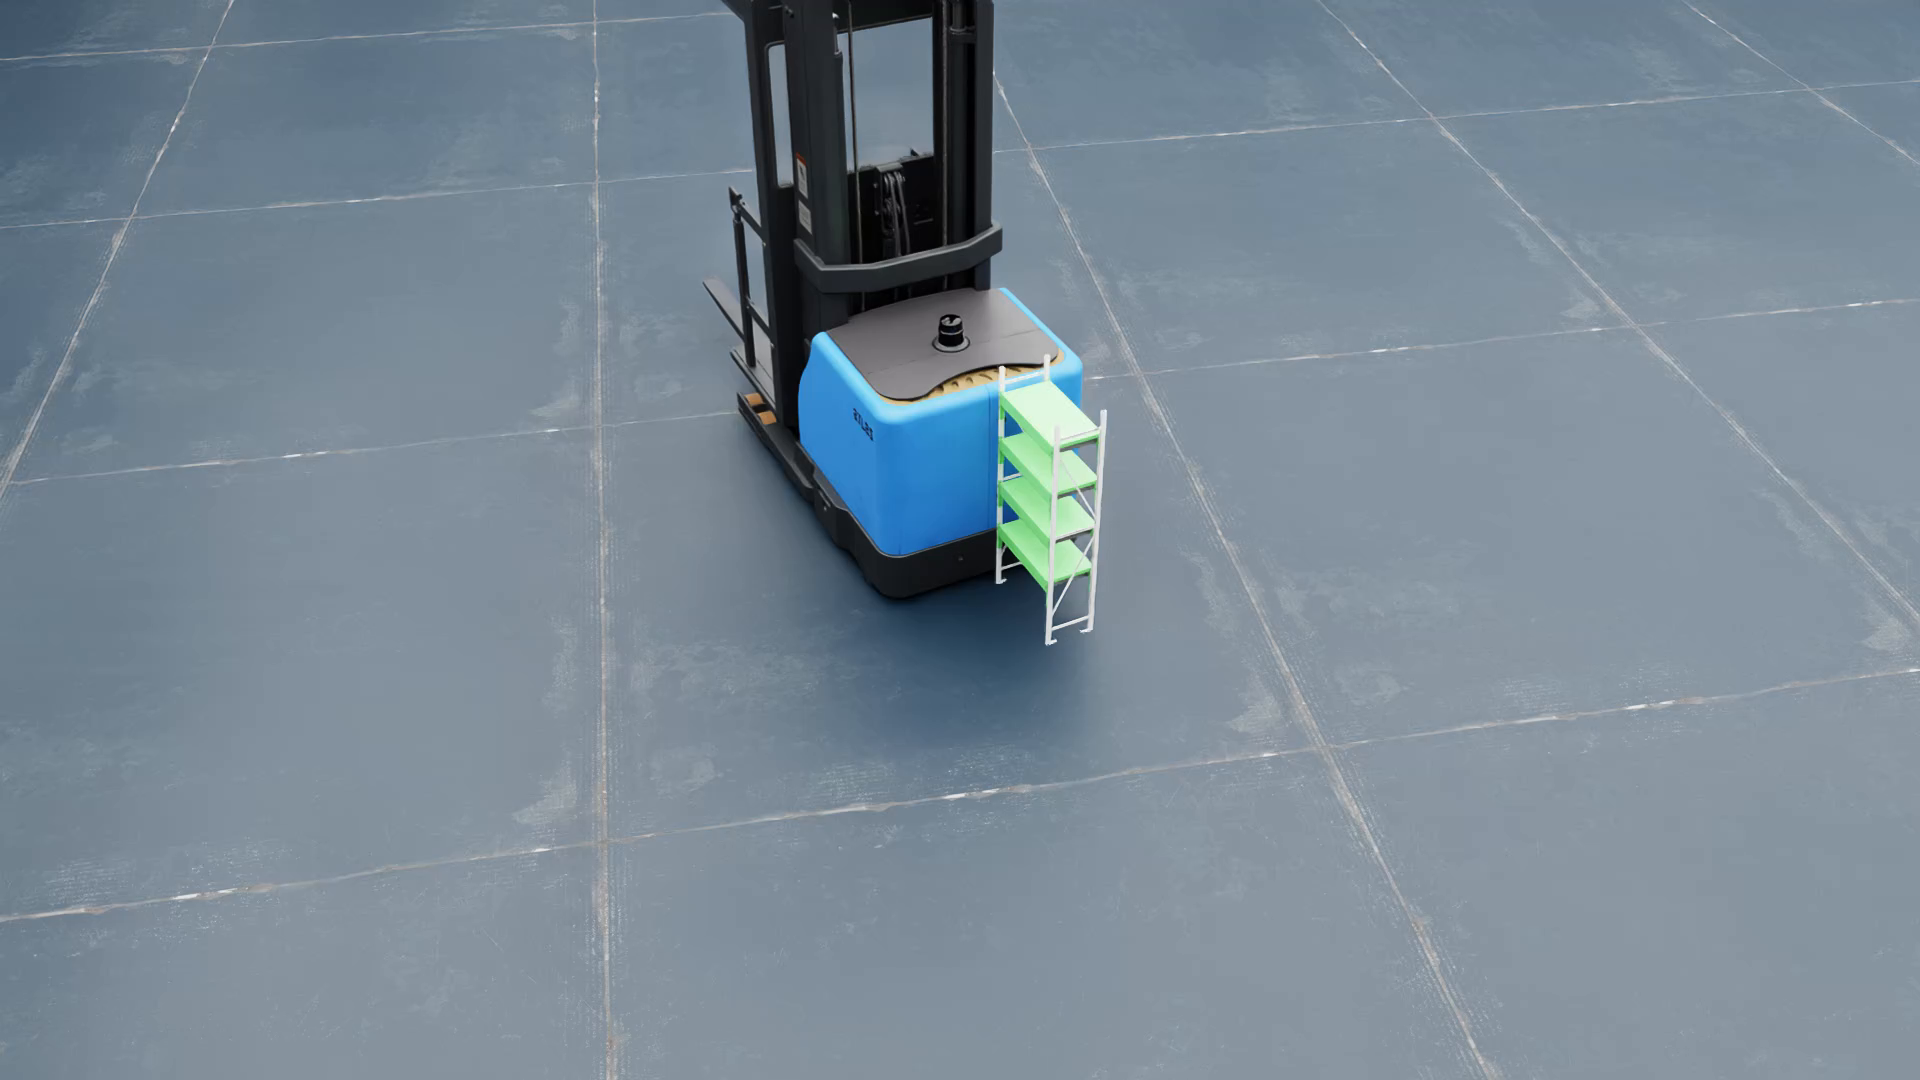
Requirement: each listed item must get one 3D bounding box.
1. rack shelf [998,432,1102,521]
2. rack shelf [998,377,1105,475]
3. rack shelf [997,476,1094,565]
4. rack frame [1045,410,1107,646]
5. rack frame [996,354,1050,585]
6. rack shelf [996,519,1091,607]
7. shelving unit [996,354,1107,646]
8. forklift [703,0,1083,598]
[{"bbox_3d":[0.388,-0.303,7.275,0.258,0.148,0.480,-17,41,-21],"label":"rack shelf"},{"bbox_3d":[0.388,-0.493,7.128,0.258,0.148,0.480,-17,41,-21],"label":"rack shelf"},{"bbox_3d":[0.388,-0.114,7.423,0.258,0.148,0.480,-17,41,-21],"label":"rack shelf"},{"bbox_3d":[0.497,-0.030,7.211,0.240,1.200,0.015,-17,41,-21],"label":"rack frame"},{"bbox_3d":[0.280,-0.298,7.556,0.240,1.200,0.015,-17,41,-21],"label":"rack frame"},{"bbox_3d":[0.388,0.076,7.570,0.258,0.148,0.480,-17,41,-21],"label":"rack shelf"},{"bbox_3d":[0.388,-0.164,7.384,0.258,1.200,0.503,-17,41,-21],"label":"shelving unit"},{"bbox_3d":[-0.538,-1.785,8.058,1.130,2.935,3.031,-17,41,-21],"label":"forklift"}]
